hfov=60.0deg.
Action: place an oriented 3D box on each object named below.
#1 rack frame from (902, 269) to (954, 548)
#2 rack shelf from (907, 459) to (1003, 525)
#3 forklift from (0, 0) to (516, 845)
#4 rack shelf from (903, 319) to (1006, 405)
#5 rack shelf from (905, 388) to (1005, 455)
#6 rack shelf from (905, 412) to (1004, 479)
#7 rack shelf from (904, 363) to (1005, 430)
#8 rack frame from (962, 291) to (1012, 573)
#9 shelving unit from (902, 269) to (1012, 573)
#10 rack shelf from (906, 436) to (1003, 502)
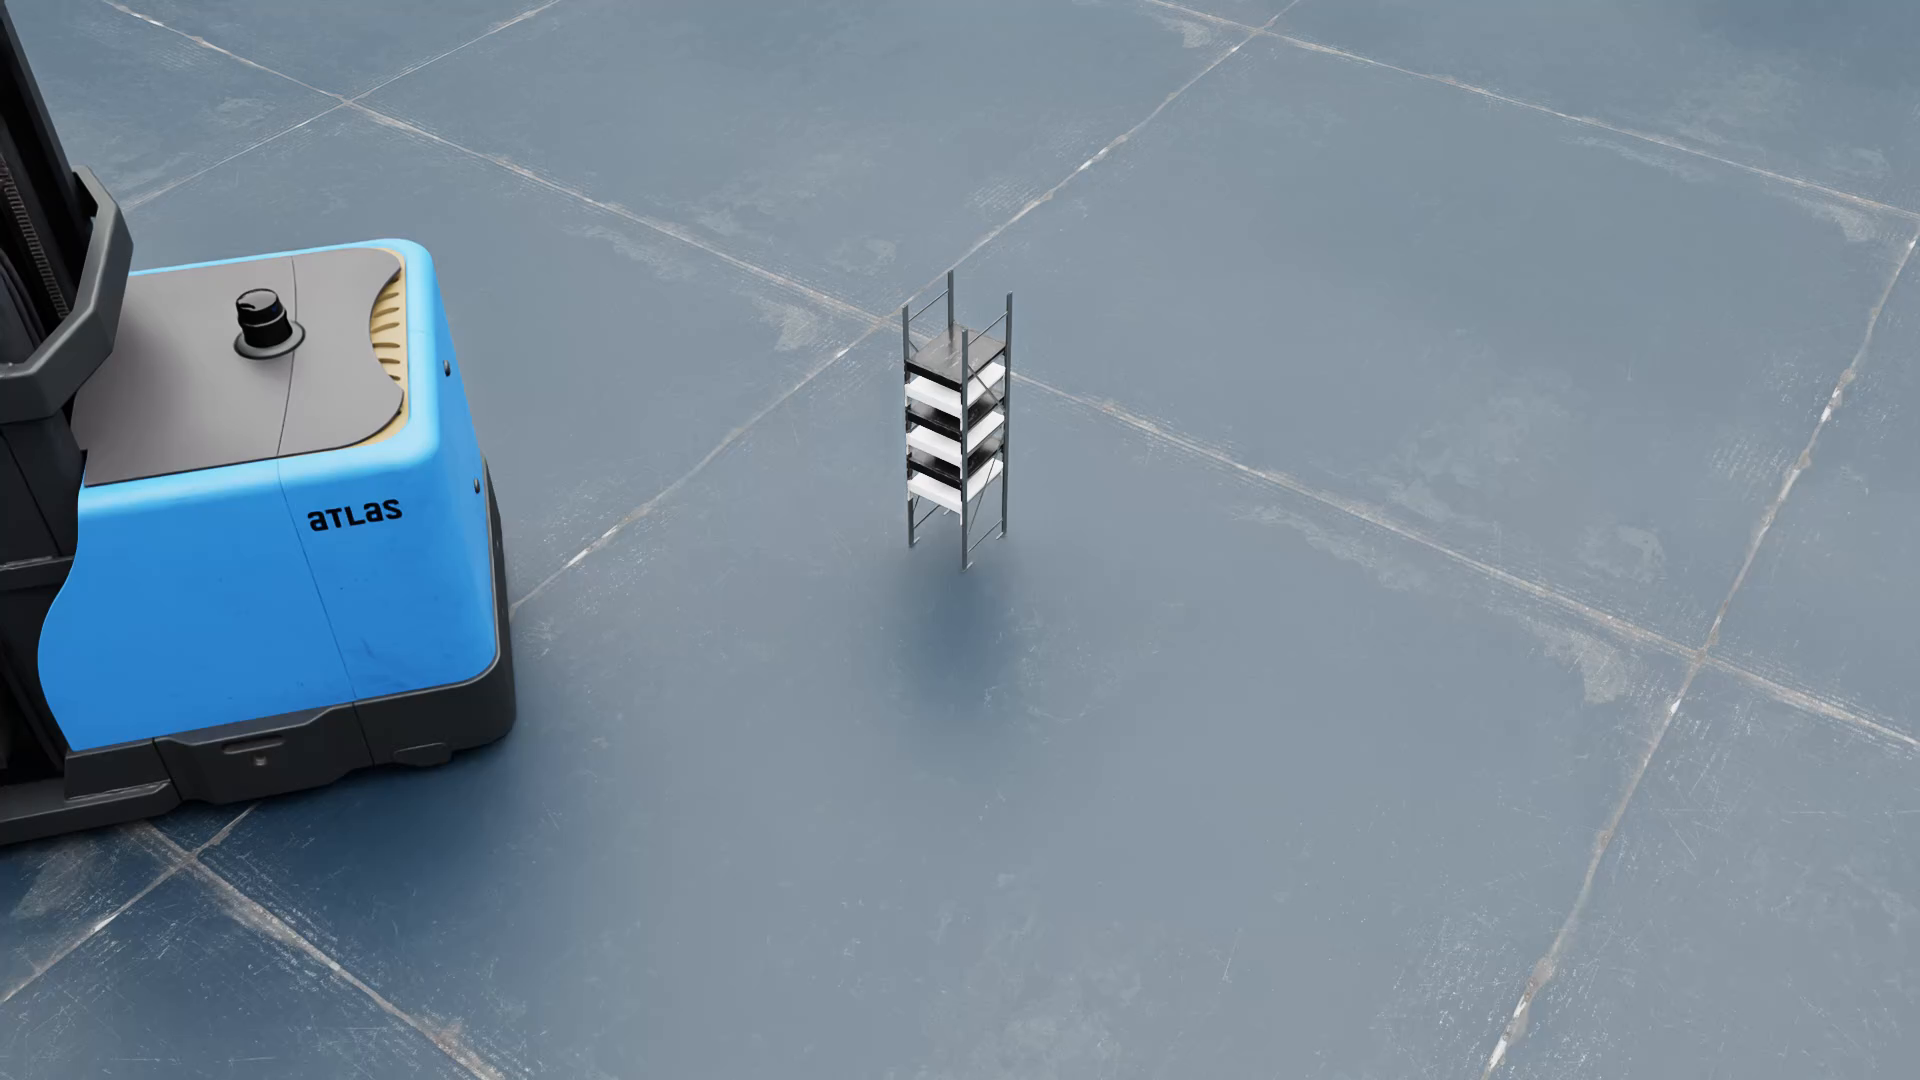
[{"bbox_3d":[-0.090,-0.377,4.997,0.006,0.900,0.240,25,48,25],"label":"rack frame"},{"bbox_3d":[-0.007,-0.179,5.096,0.200,0.077,0.258,25,48,25],"label":"rack shelf"},{"bbox_3d":[-2.802,-0.580,3.701,3.031,2.935,1.130,-10,43,-11],"label":"forklift"},{"bbox_3d":[-0.007,-0.515,4.796,0.200,0.077,0.258,25,48,25],"label":"rack shelf"},{"bbox_3d":[-0.007,-0.381,4.916,0.200,0.077,0.258,25,48,25],"label":"rack shelf"},{"bbox_3d":[-0.007,-0.314,4.976,0.200,0.077,0.258,25,48,25],"label":"rack shelf"},{"bbox_3d":[-0.007,-0.448,4.856,0.200,0.077,0.258,25,48,25],"label":"rack shelf"},{"bbox_3d":[0.077,-0.300,4.910,0.006,0.900,0.240,25,48,25],"label":"rack frame"},{"bbox_3d":[-0.007,-0.338,4.953,0.210,0.900,0.258,25,48,25],"label":"shelving unit"},{"bbox_3d":[-0.007,-0.247,5.036,0.200,0.077,0.258,25,48,25],"label":"rack shelf"}]
